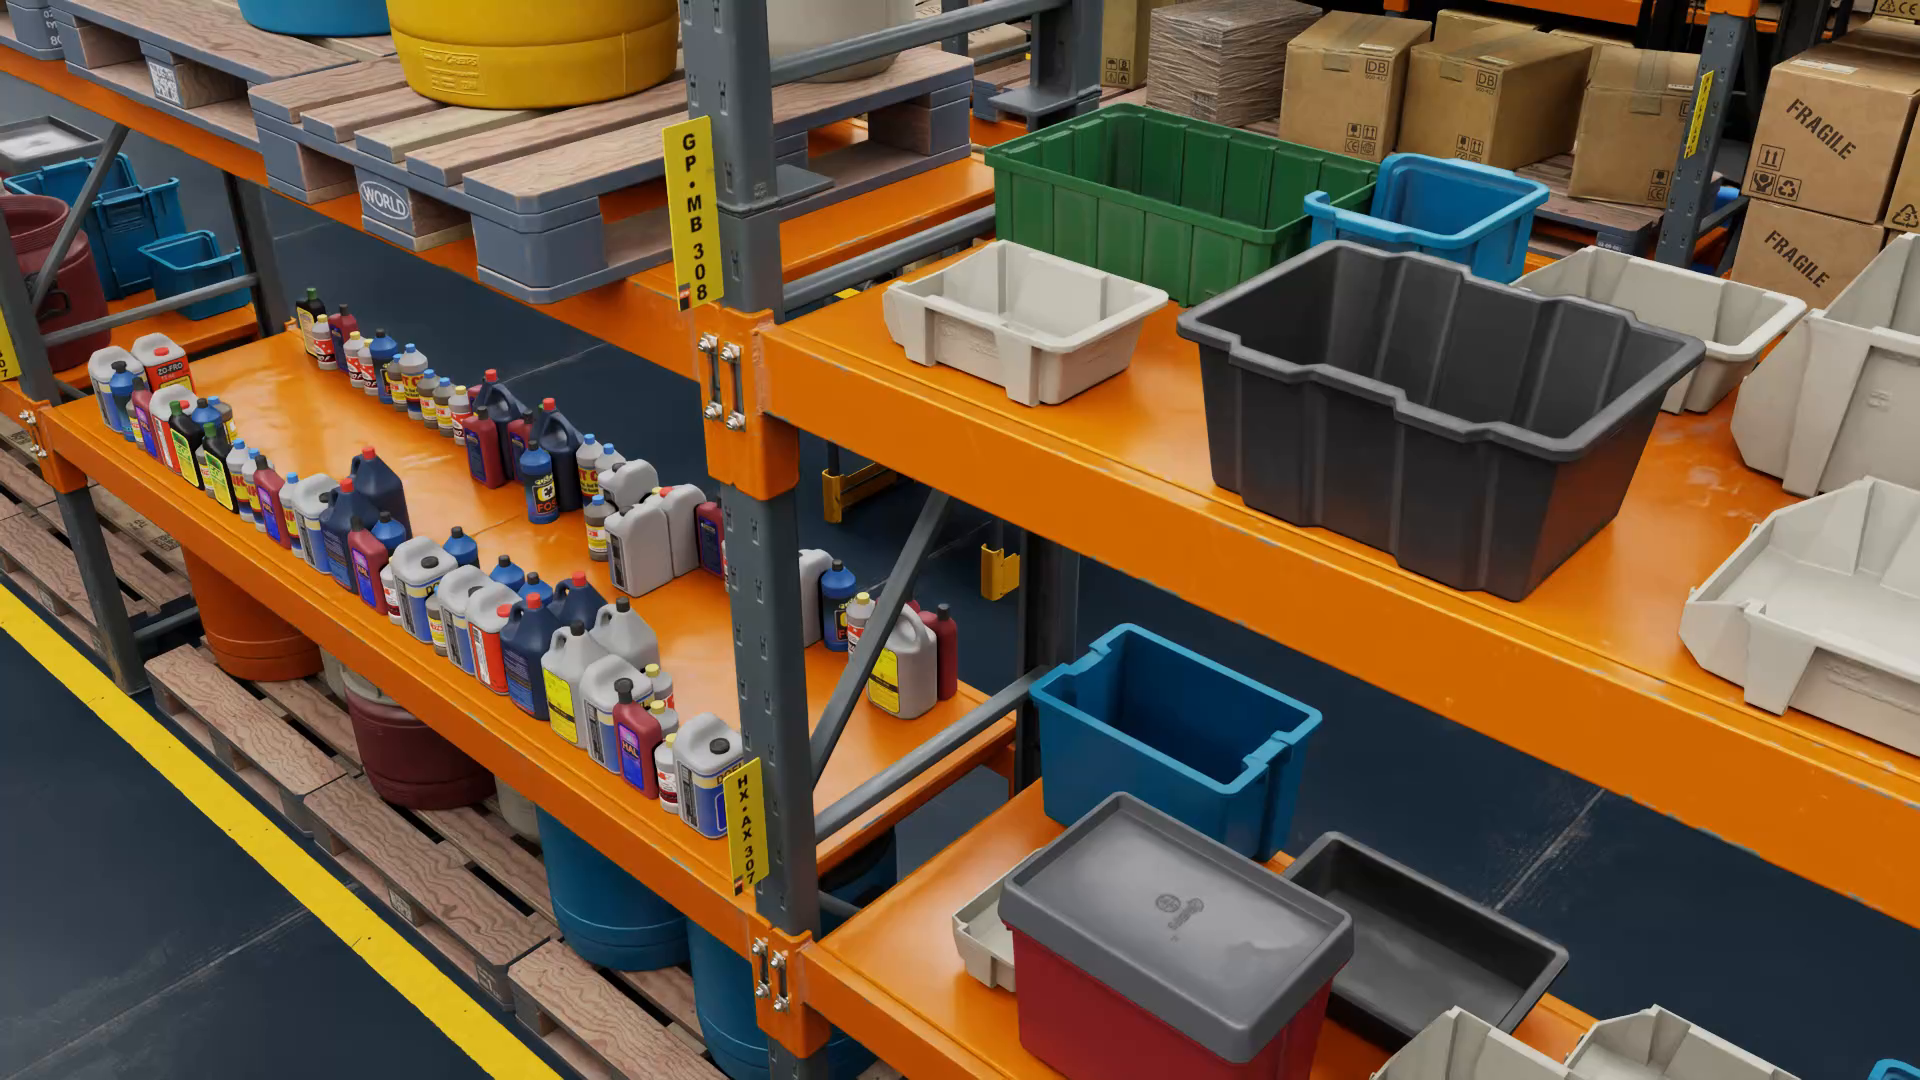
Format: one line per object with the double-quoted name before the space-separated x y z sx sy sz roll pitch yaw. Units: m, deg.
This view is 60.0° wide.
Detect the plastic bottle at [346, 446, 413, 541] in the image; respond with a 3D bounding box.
"plastic bottle" -1.800 -0.134 5.112 0.185 0.351 0.144 25 39 35

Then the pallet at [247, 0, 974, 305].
"pallet" -0.732 -0.914 3.635 1.003 0.211 1.213 25 39 35

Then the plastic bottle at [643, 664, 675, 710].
"plastic bottle" -0.795 0.416 4.344 0.097 0.201 0.097 0 31 0

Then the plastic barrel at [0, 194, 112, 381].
"plastic barrel" -3.598 -0.964 6.310 0.708 0.536 0.600 25 39 35

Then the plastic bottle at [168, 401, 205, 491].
"plastic bottle" -2.535 -0.313 5.475 0.133 0.283 0.061 25 39 35

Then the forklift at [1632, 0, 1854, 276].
"forklift" 4.552 -2.897 9.721 1.130 2.935 3.031 16 34 24

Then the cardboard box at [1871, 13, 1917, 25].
"cardboard box" 5.919 -3.253 10.469 0.250 0.149 0.380 26 40 36

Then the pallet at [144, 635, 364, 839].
"pallet" -2.438 0.591 6.563 1.213 0.211 1.003 25 39 35

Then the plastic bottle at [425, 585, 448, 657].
"plastic bottle" -1.443 0.219 4.671 0.097 0.201 0.097 0 31 0

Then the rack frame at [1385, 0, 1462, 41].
"rack frame" 3.597 -4.649 12.564 0.127 3.000 1.000 25 39 35

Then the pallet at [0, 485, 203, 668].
"pallet" -3.599 0.051 7.460 1.213 0.211 1.003 25 39 35

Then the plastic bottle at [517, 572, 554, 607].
"plastic bottle" -1.169 0.211 4.616 0.097 0.271 0.097 0 31 0

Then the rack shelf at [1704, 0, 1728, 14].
"rack shelf" 1.759 -3.038 7.677 4.000 0.370 1.077 25 39 35

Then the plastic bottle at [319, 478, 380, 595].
"plastic bottle" -1.803 -0.029 4.938 0.185 0.351 0.144 25 39 35

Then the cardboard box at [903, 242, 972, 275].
"cardboard box" -0.278 -1.844 10.164 0.500 0.250 0.500 26 40 36

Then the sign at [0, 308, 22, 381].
"sign" -3.415 -0.718 5.875 0.005 0.325 0.100 25 39 35

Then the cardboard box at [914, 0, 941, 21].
"cardboard box" -0.257 -3.099 10.075 0.500 0.311 0.500 25 39 35

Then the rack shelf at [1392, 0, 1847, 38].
"rack shelf" 5.080 -3.649 11.600 4.000 0.370 1.077 25 39 35

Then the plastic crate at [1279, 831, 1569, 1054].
"plastic crate" 0.925 0.901 3.554 0.590 0.125 0.437 25 39 35

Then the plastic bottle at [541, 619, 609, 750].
"plastic bottle" -0.986 0.352 4.305 0.185 0.351 0.144 25 39 35

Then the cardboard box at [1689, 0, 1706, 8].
"cardboard box" 5.021 -3.727 11.257 0.250 0.149 0.380 26 40 37

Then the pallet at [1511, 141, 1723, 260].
"pallet" 2.723 -1.605 7.694 1.213 0.211 1.003 25 39 35

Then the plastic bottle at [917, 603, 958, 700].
"plastic bottle" -0.070 0.284 4.483 0.133 0.283 0.061 25 39 35

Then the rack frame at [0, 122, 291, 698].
"rack frame" -3.051 -0.860 6.271 0.127 3.000 1.000 25 39 35

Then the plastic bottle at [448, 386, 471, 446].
"plastic bottle" -1.715 -0.436 5.758 0.097 0.201 0.097 0 31 0

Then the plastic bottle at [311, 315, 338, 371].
"plastic bottle" -2.391 -0.752 6.283 0.097 0.201 0.097 0 31 0

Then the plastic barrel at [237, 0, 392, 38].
"plastic barrel" -1.453 -1.688 3.844 0.708 0.901 0.600 25 39 35

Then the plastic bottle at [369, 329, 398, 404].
"plastic bottle" -2.076 -0.634 6.020 0.097 0.271 0.097 0 31 0

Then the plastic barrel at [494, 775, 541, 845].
"plastic barrel" -1.360 0.740 5.617 0.421 0.512 0.421 0 31 0

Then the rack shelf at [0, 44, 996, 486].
"rack shelf" -1.568 -1.145 4.533 4.000 0.370 1.077 25 39 35

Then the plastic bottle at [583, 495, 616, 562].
"plastic bottle" -1.101 -0.043 5.107 0.097 0.201 0.097 0 31 0

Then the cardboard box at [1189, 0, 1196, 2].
"cardboard box" 2.337 -4.380 14.114 0.500 0.500 0.700 25 39 35

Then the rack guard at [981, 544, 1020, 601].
"rack guard" 0.313 0.039 7.443 0.087 0.250 0.587 25 39 35

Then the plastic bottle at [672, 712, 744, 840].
"plastic bottle" -0.594 0.564 4.025 0.135 0.276 0.152 25 39 35

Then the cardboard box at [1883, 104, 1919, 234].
"cardboard box" 3.785 -1.391 6.086 0.500 0.500 0.500 24 38 34

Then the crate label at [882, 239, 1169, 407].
"crate label" 0.084 -0.368 2.801 0.466 0.136 0.293 25 39 35

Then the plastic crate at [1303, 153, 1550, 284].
"plastic crate" 0.804 -0.497 2.920 0.300 0.233 0.416 25 39 35

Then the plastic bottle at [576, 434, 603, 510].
"plastic bottle" -1.171 -0.212 5.318 0.097 0.271 0.097 0 31 0

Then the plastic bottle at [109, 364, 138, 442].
"plastic bottle" -2.879 -0.481 5.766 0.097 0.271 0.097 0 31 0

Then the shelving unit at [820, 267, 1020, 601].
"shelving unit" -0.057 -0.669 7.407 1.083 1.500 0.587 25 39 35

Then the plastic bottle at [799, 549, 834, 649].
"plastic bottle" -0.444 0.144 4.722 0.135 0.276 0.152 25 39 35

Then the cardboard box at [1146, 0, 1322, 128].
"cardboard box" 1.369 -2.412 8.344 0.700 0.500 0.500 -21 37 -31

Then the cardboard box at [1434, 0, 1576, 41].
"cardboard box" 4.055 -3.603 12.504 0.750 0.750 0.750 24 39 34

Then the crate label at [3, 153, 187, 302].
"crate label" -3.606 -1.323 7.005 0.616 0.435 0.502 25 39 35

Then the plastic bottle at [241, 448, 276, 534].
"plastic bottle" -2.194 -0.162 5.235 0.097 0.271 0.097 0 31 0

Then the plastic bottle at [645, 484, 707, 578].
"plastic bottle" -0.859 -0.049 5.044 0.135 0.276 0.152 25 39 35
